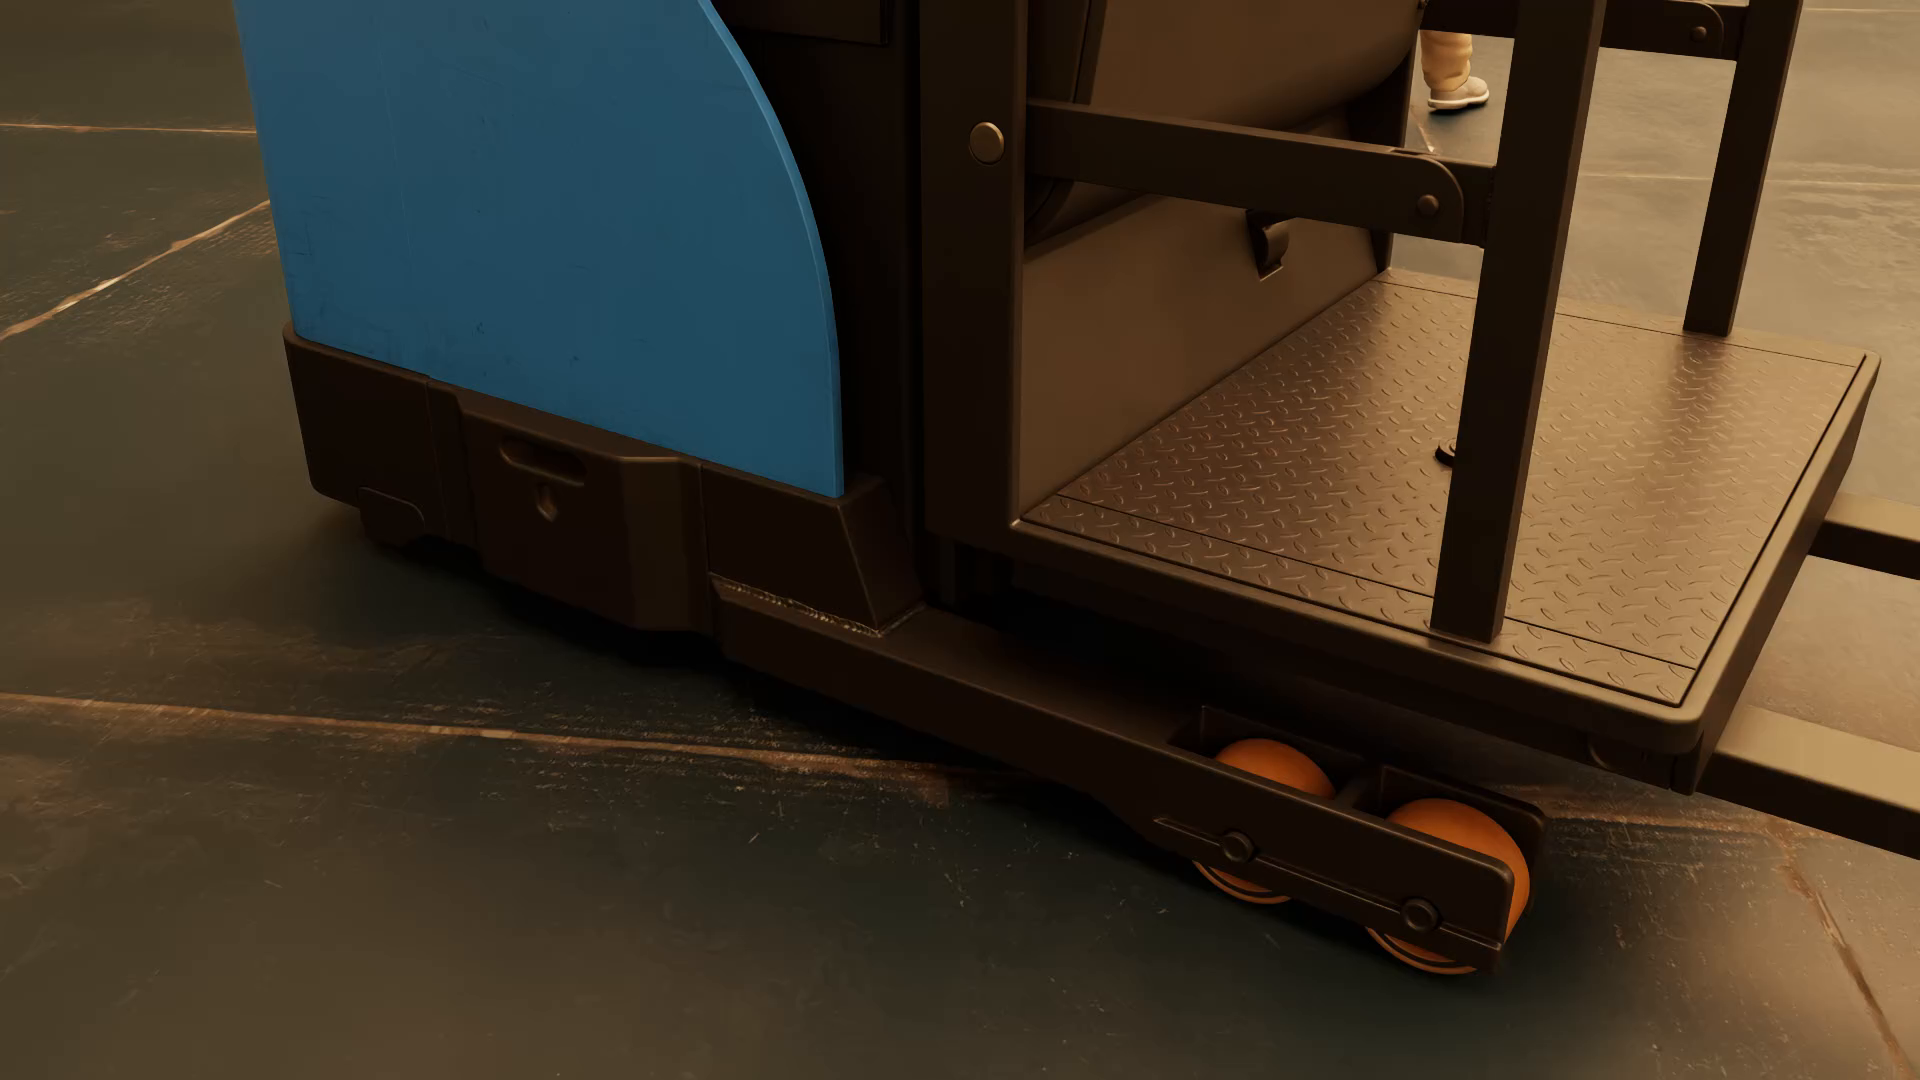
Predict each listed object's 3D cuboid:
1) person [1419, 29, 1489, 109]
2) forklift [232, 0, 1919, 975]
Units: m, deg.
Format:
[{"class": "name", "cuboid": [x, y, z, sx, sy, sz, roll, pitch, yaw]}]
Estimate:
[{"class": "person", "cuboid": [1.302, -2.143, 4.843, 0.640, 1.727, 0.551, 11, 29, 22]}, {"class": "forklift", "cuboid": [0.520, -1.155, 1.533, 3.031, 2.935, 1.130, 17, 31, 30]}]
